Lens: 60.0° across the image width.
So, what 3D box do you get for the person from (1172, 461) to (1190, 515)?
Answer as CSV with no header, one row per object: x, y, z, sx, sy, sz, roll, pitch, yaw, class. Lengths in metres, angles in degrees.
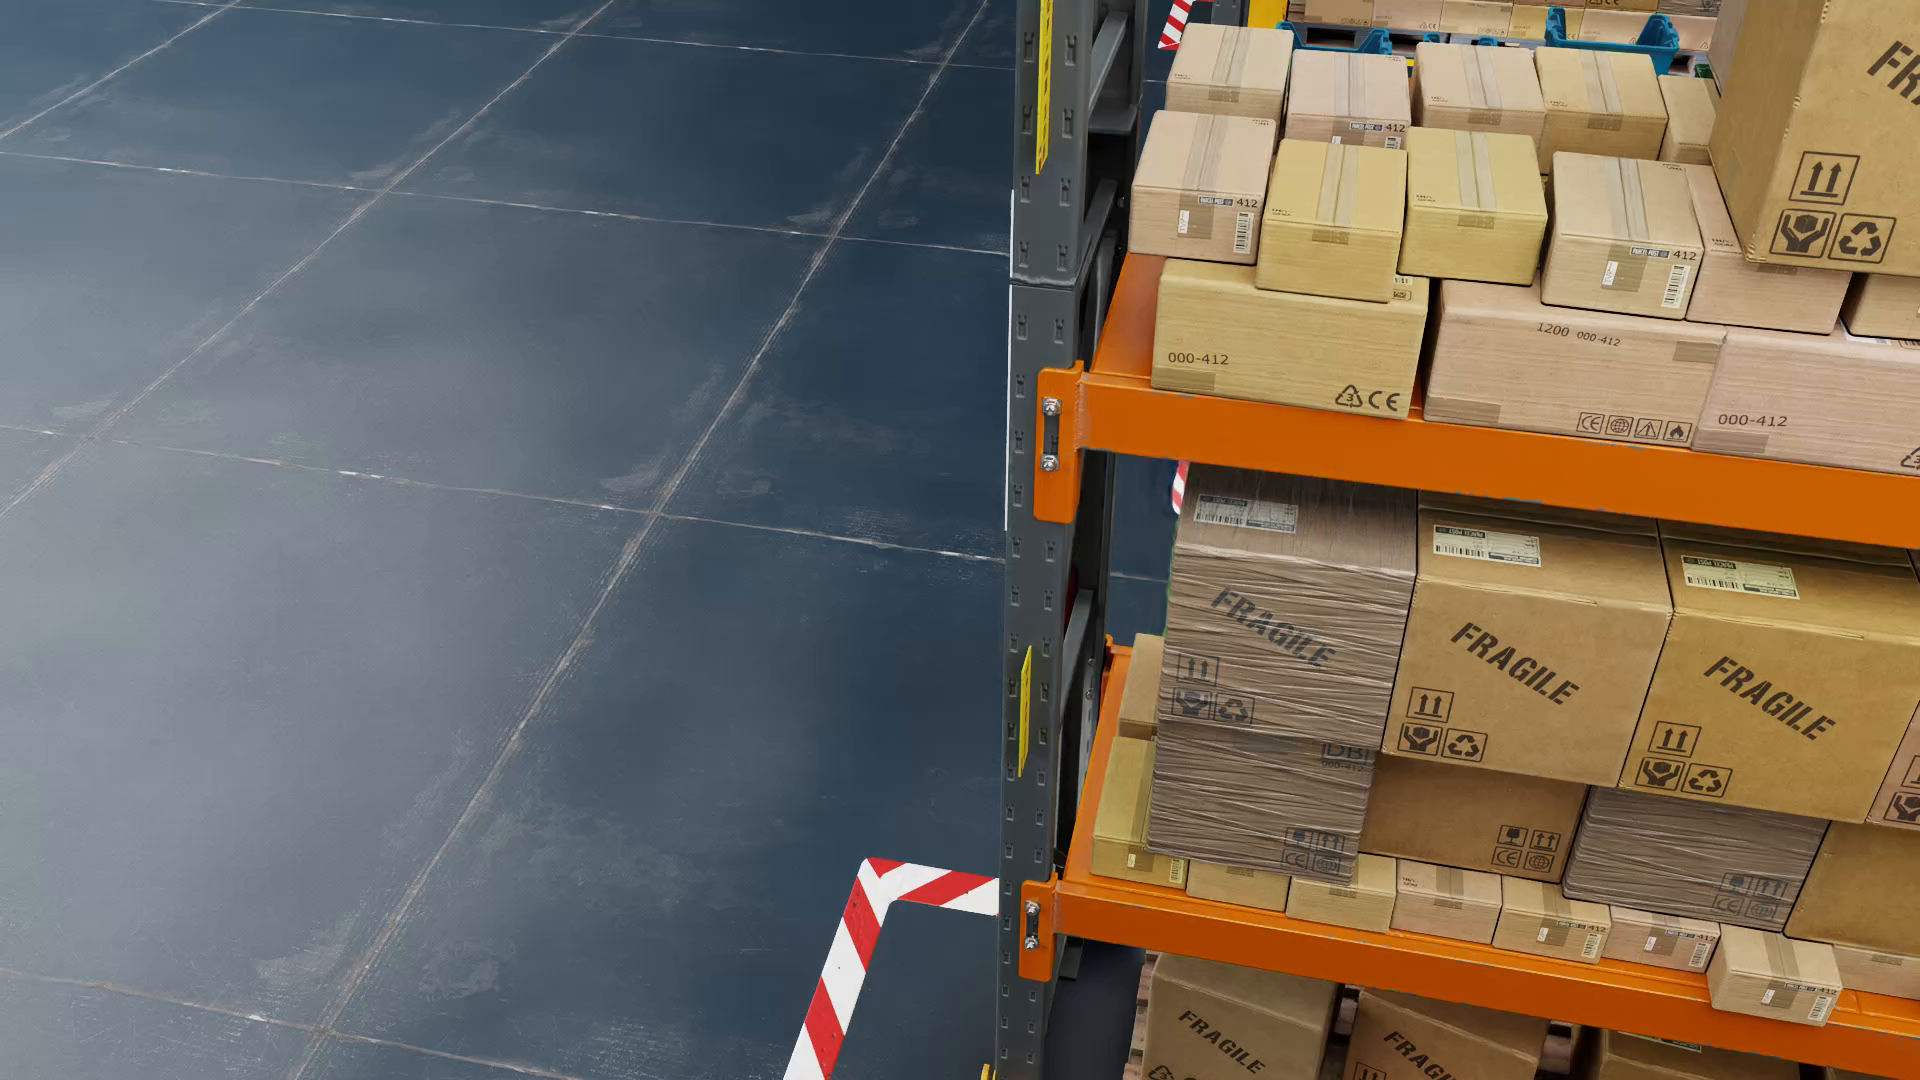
1.014,-0.128,6.307,0.415,1.782,0.591,11,38,15,person
